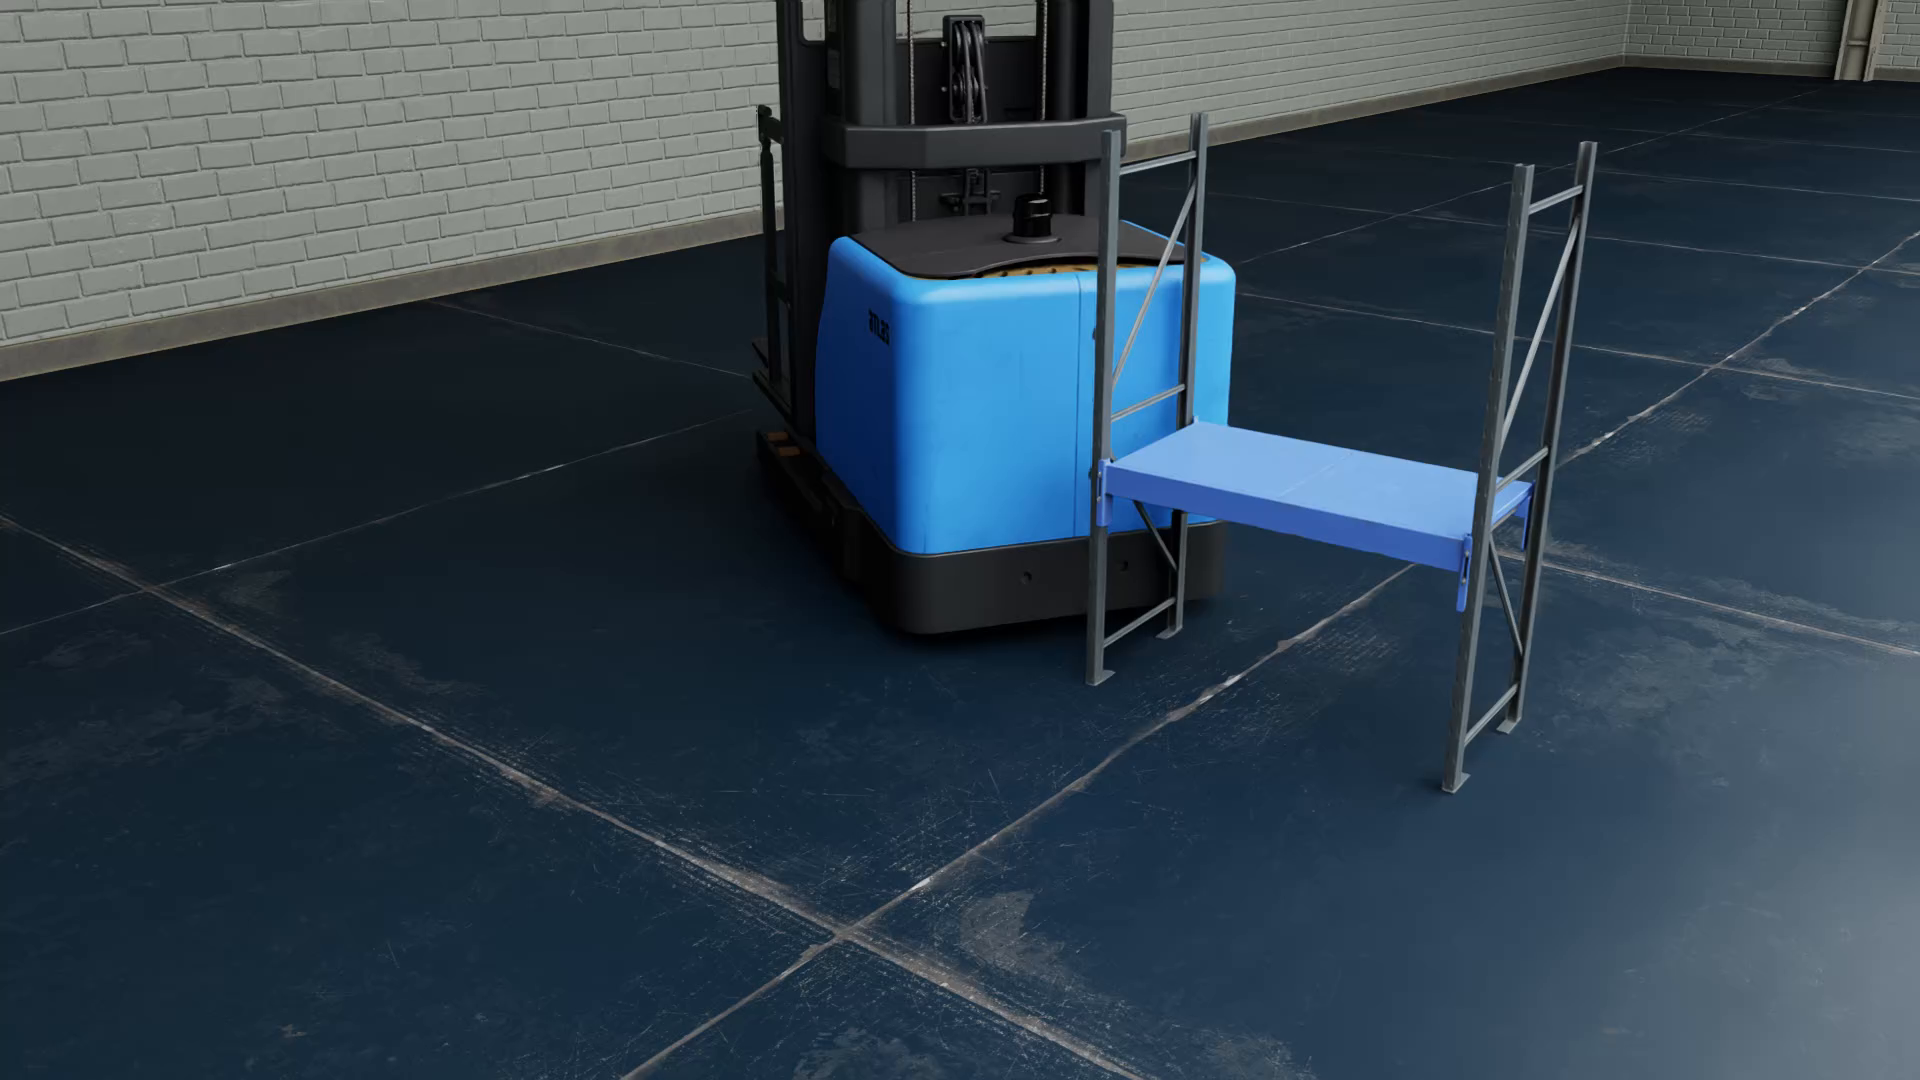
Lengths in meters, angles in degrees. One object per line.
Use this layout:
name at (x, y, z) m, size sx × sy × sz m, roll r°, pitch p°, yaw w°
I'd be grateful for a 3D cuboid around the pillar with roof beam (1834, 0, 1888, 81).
pillar with roof beam at (8.739, -8.941, 16.626) m, size 0.400 × 9.000 × 9.100 m, roll 16°, pitch 26°, yaw 36°

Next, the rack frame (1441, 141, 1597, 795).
rack frame at (1.329, -0.158, 3.961) m, size 0.032 × 1.500 × 0.500 m, roll 14°, pitch 25°, yaw 33°

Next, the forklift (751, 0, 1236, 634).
forklift at (-0.136, -1.590, 5.730) m, size 1.130 × 2.935 × 3.031 m, roll -7°, pitch 22°, yaw -17°

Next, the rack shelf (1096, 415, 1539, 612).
rack shelf at (0.917, -0.094, 4.303) m, size 1.000 × 0.185 × 0.538 m, roll 14°, pitch 25°, yaw 33°

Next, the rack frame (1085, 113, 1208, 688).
rack frame at (0.505, -0.368, 4.518) m, size 0.032 × 1.500 × 0.500 m, roll 14°, pitch 25°, yaw 33°

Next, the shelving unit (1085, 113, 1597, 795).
shelving unit at (0.917, -0.263, 4.239) m, size 1.048 × 1.500 × 0.538 m, roll 14°, pitch 25°, yaw 33°
